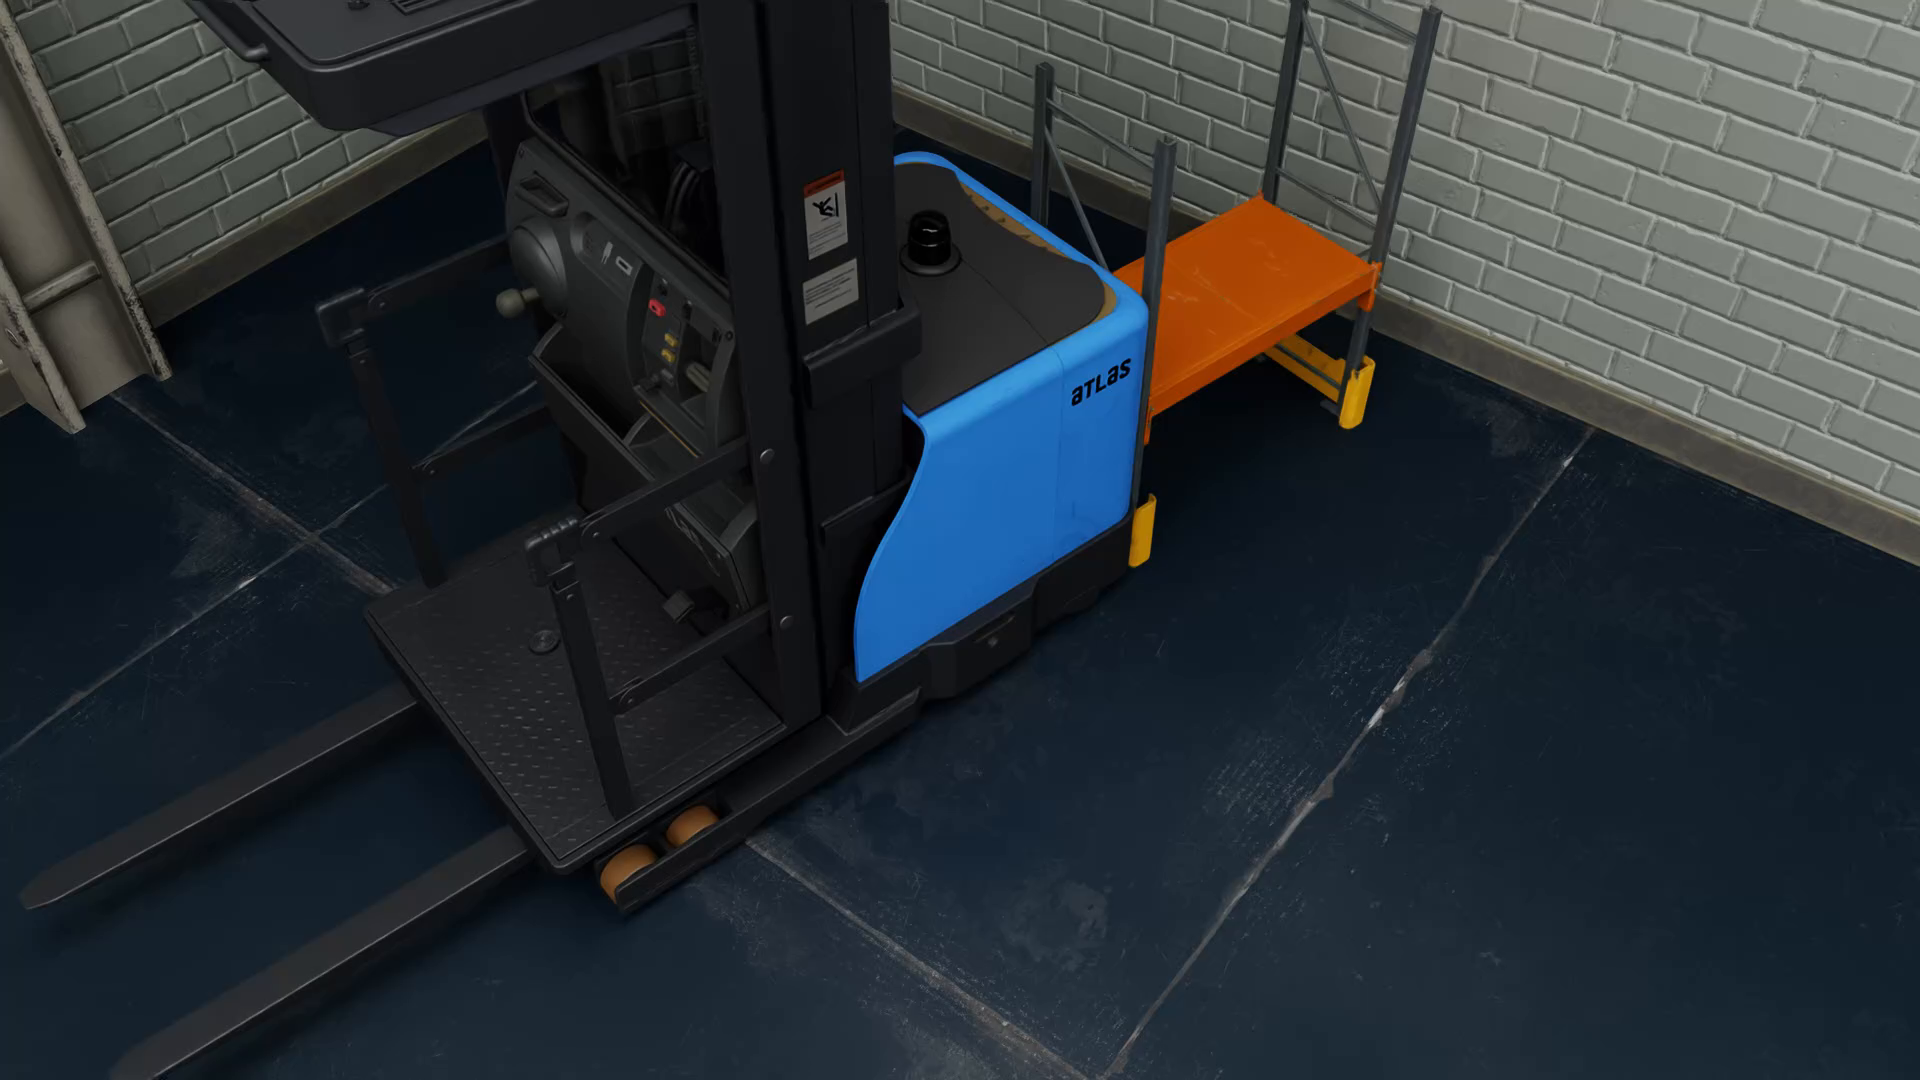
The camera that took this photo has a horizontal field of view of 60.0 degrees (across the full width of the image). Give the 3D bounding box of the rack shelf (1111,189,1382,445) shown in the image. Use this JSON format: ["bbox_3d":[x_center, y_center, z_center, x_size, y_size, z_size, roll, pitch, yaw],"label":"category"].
[{"bbox_3d":[0.762,-0.711,5.140,1.000,0.185,0.538,-31,54,-26],"label":"rack shelf"}]

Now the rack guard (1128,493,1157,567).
[{"bbox_3d":[0.384,-0.179,5.248,0.087,0.250,0.587,-31,54,-26],"label":"rack guard"}]

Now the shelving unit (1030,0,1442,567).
[{"bbox_3d":[0.769,-0.839,5.014,1.083,1.500,0.587,-31,54,-26],"label":"shelving unit"}]

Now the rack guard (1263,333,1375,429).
[{"bbox_3d":[1.154,-0.636,5.685,0.087,0.250,0.587,-31,54,-26],"label":"rack guard"}]

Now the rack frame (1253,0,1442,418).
[{"bbox_3d":[1.154,-1.068,5.233,0.032,1.500,0.500,-31,54,-26],"label":"rack frame"}]

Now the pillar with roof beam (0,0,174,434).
[{"bbox_3d":[0.423,-1.740,0.689,9.100,9.000,0.400,29,53,25],"label":"pillar with roof beam"}]

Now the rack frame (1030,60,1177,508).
[{"bbox_3d":[0.369,-0.602,4.788,0.032,1.500,0.500,-31,54,-26],"label":"rack frame"}]

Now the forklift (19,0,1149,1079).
[{"bbox_3d":[-0.944,-0.491,3.692,3.031,2.935,1.130,-31,54,-26],"label":"forklift"}]
